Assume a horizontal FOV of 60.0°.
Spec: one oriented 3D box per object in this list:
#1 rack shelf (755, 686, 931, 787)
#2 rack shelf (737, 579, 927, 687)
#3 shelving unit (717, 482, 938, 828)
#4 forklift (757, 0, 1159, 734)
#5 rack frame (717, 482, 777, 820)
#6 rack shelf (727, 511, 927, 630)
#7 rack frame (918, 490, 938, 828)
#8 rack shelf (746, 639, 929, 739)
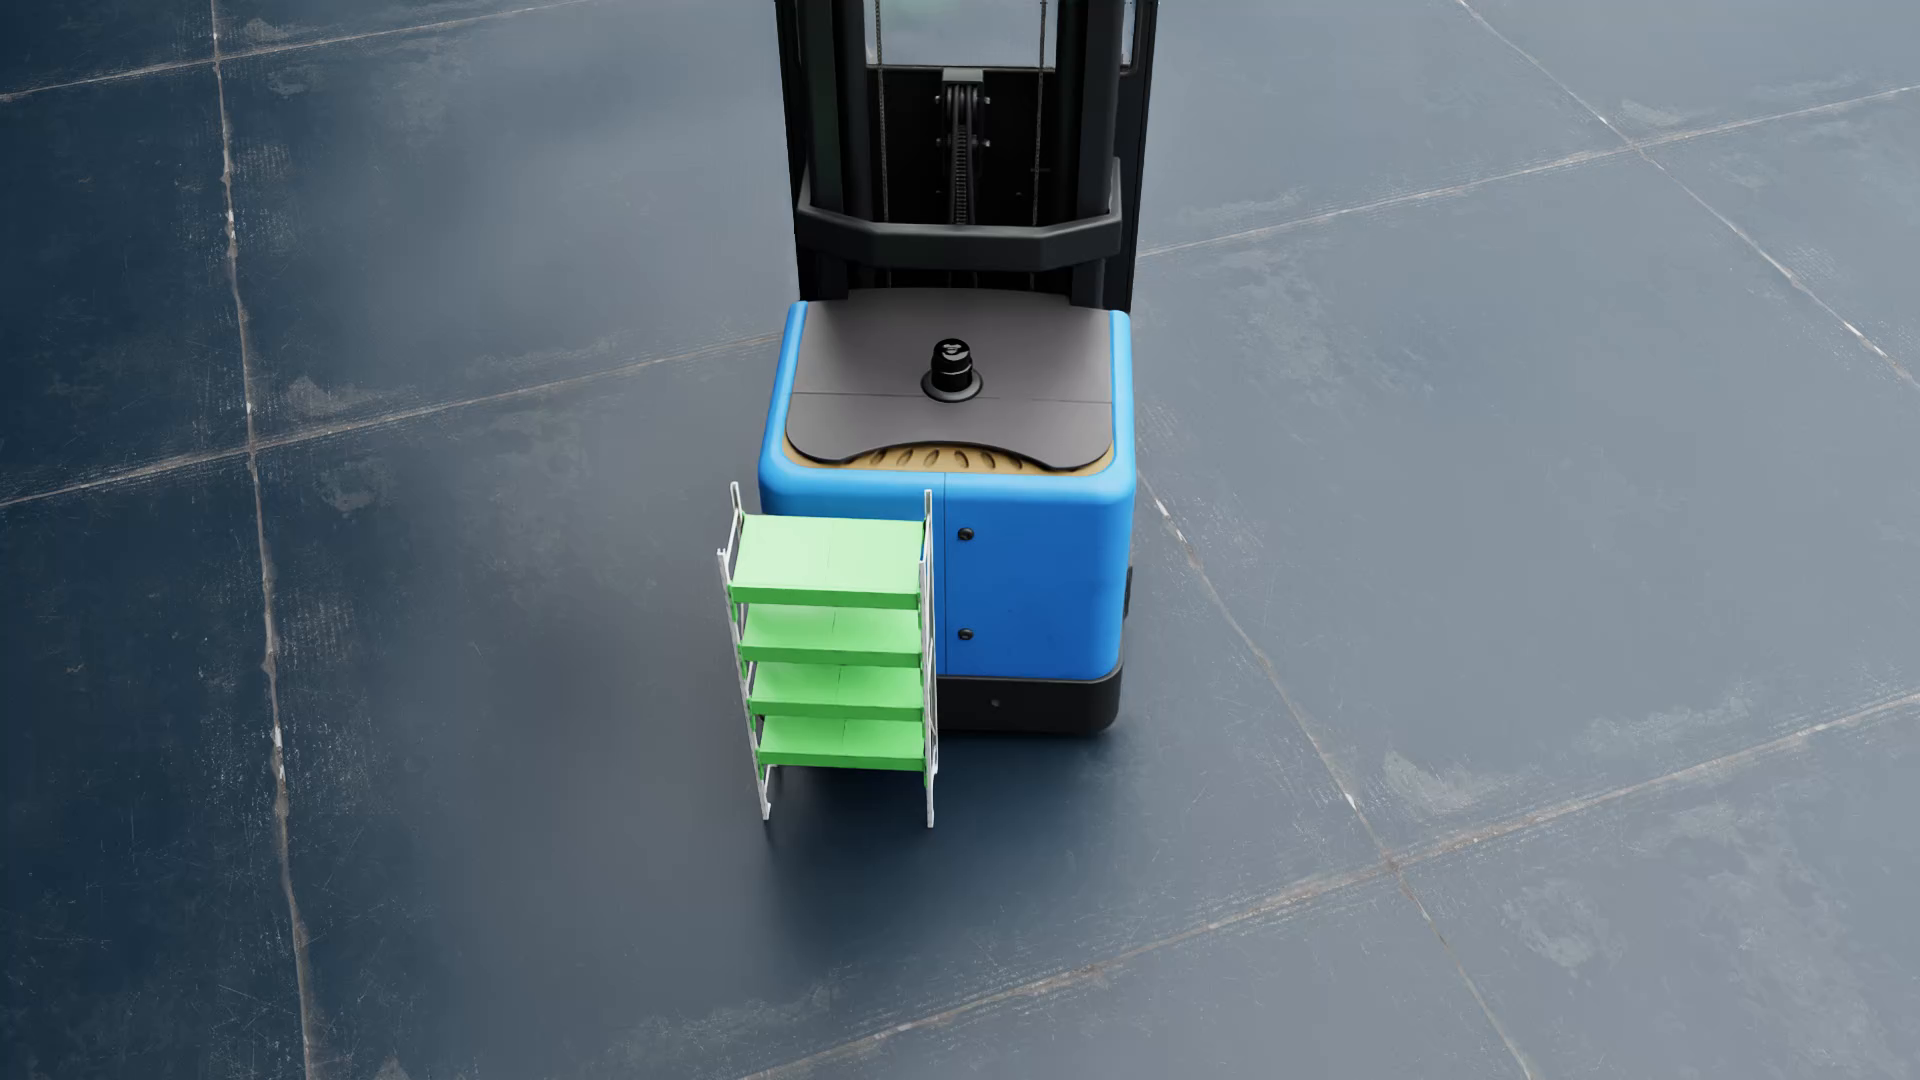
[{"bbox_3d":[-0.326,0.552,4.770,0.480,0.148,0.258,2,49,2],"label":"rack shelf"},{"bbox_3d":[-0.328,0.235,4.410,0.480,0.148,0.258,2,49,2],"label":"rack shelf"},{"bbox_3d":[-0.327,0.351,4.542,0.503,1.200,0.258,2,49,2],"label":"shelving unit"},{"bbox_3d":[0.030,-1.479,5.155,1.130,2.935,3.031,2,45,2],"label":"forklift"},{"bbox_3d":[-0.571,0.342,4.552,0.015,1.200,0.240,2,49,2],"label":"rack frame"},{"bbox_3d":[-0.329,0.076,4.230,0.480,0.148,0.258,2,49,2],"label":"rack shelf"},{"bbox_3d":[-0.084,0.361,4.532,0.015,1.200,0.240,2,49,2],"label":"rack frame"},{"bbox_3d":[-0.327,0.394,4.590,0.480,0.148,0.258,2,49,2],"label":"rack shelf"}]
